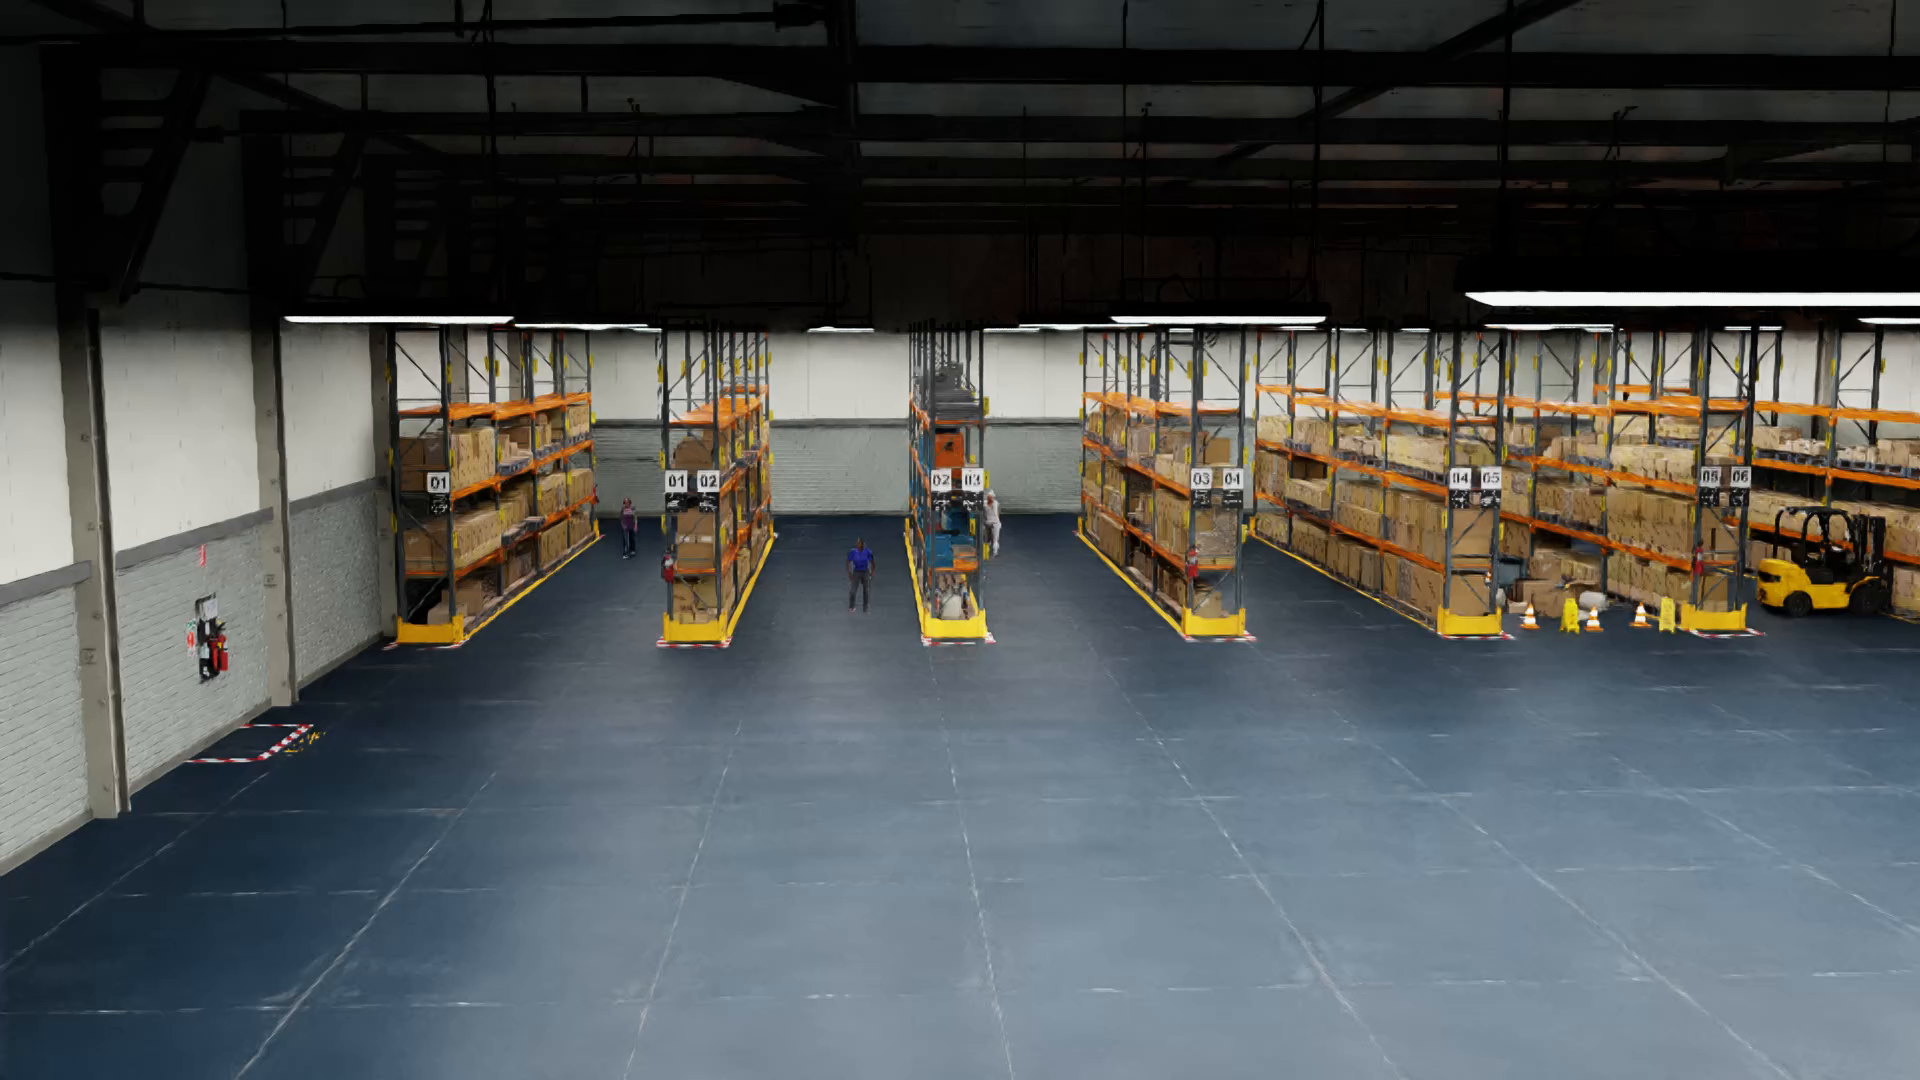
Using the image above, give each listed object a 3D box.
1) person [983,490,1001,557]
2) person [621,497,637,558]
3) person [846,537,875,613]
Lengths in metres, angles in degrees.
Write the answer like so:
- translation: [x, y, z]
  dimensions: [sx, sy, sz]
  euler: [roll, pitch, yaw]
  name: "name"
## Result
- translation: [0.793, -0.439, 42.927]
  dimensions: [0.553, 1.709, 1.123]
  euler: [0, 7, -1]
  name: "person"
- translation: [-8.526, -0.345, 42.902]
  dimensions: [0.430, 1.540, 0.948]
  euler: [-1, 7, -4]
  name: "person"
- translation: [-2.045, 0.717, 34.204]
  dimensions: [0.592, 1.604, 0.513]
  euler: [-1, 7, -6]
  name: "person"
